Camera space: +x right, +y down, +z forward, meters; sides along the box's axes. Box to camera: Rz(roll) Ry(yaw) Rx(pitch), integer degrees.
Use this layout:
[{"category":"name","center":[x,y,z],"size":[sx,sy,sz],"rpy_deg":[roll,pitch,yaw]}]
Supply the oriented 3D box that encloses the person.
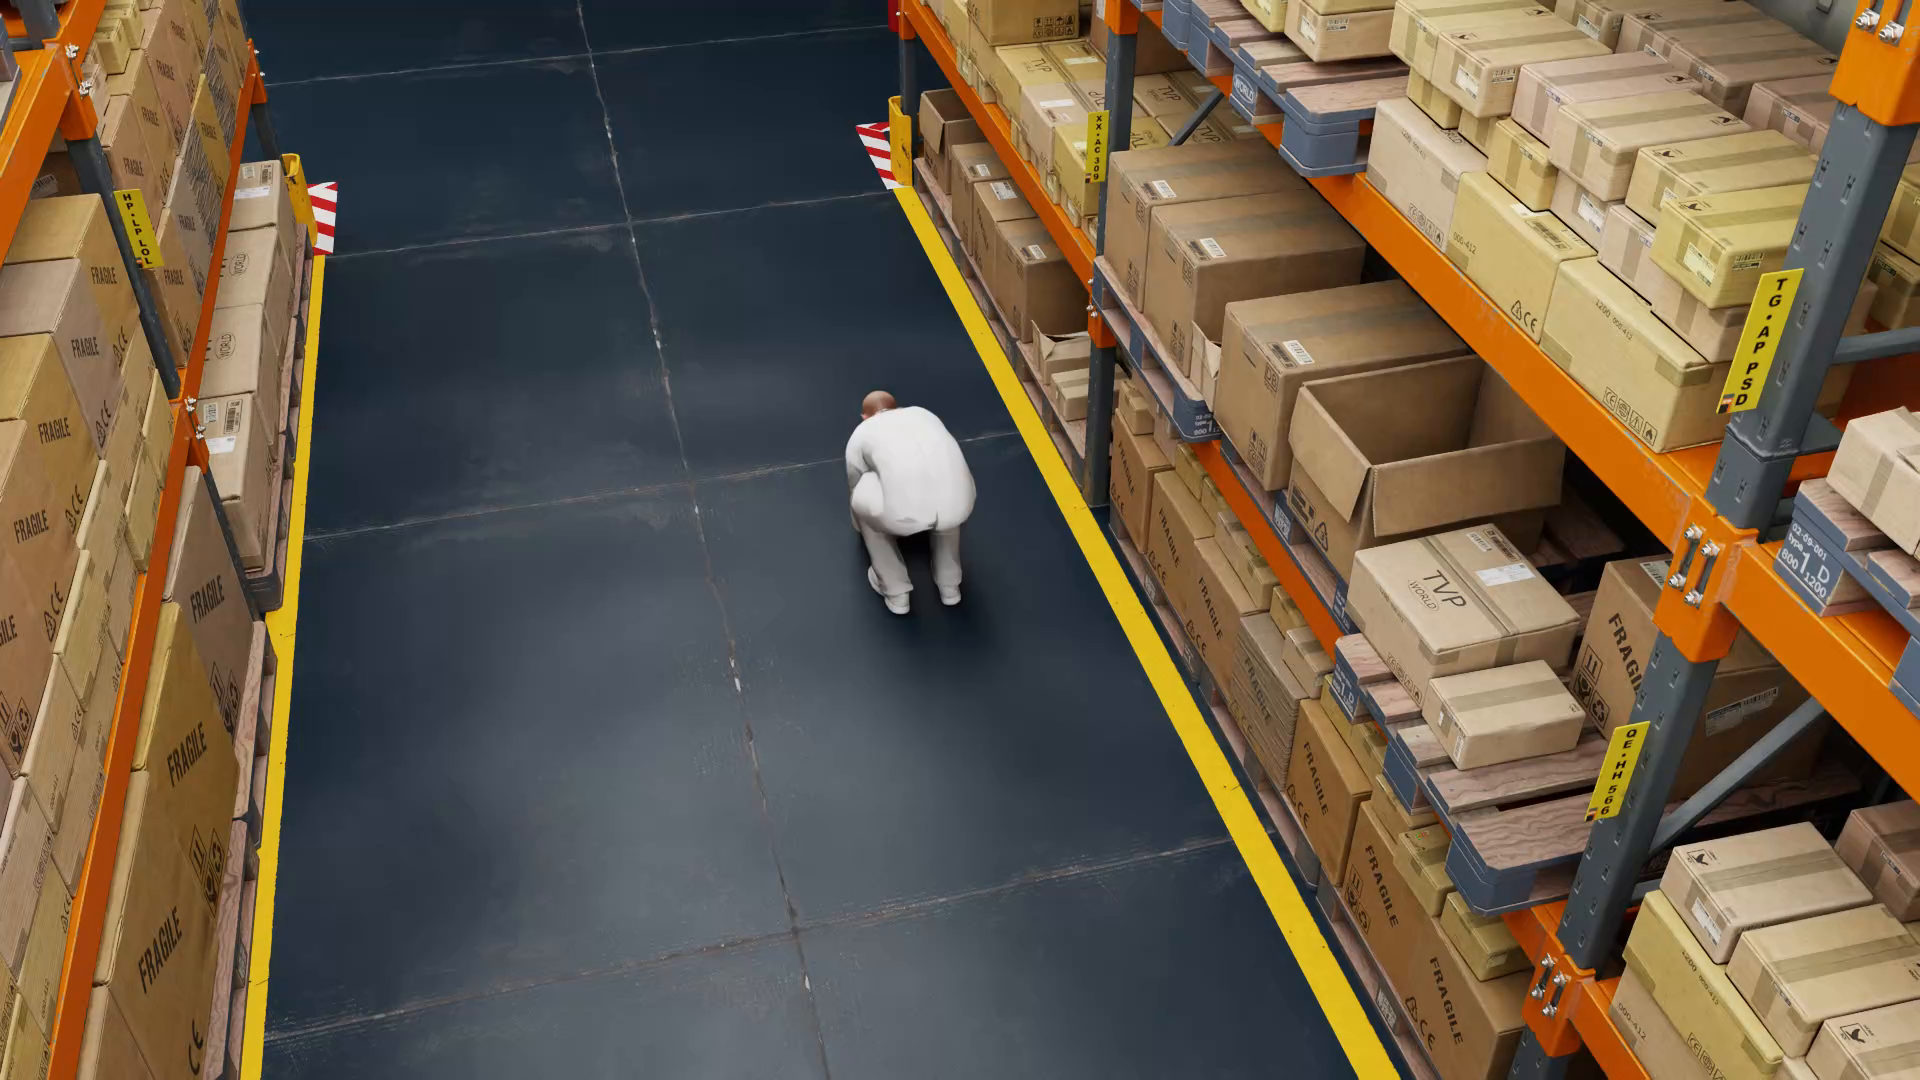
[{"category":"person","center":[-0.244,-0.201,7.747],"size":[0.591,0.886,0.953],"rpy_deg":[-11,39,-13]}]
